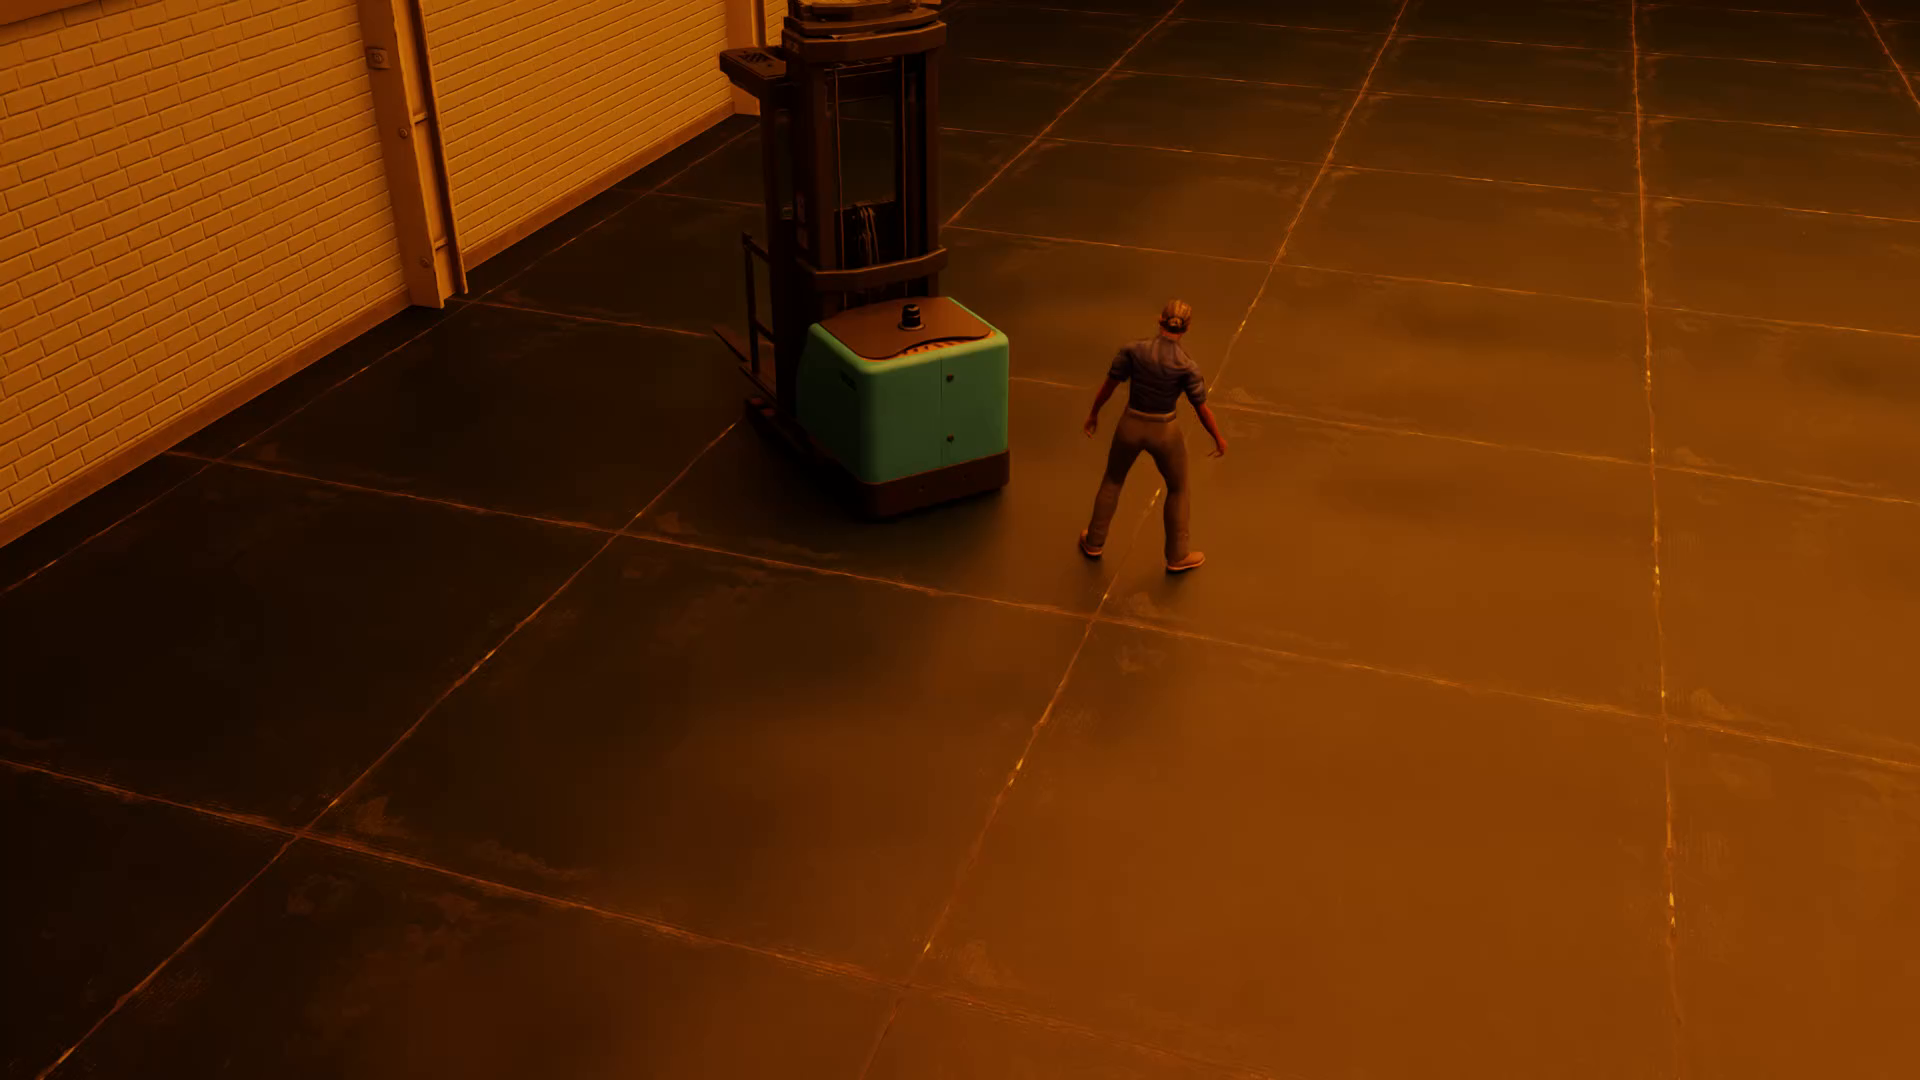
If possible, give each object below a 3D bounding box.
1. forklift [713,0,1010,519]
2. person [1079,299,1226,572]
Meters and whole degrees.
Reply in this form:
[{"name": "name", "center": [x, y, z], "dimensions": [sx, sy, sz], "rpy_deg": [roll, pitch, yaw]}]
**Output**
[{"name": "forklift", "center": [-0.833, -2.105, 10.829], "dimensions": [1.130, 2.935, 3.031], "rpy_deg": [-15, 33, -25]}, {"name": "person", "center": [1.099, -0.601, 9.555], "dimensions": [0.838, 1.599, 0.345], "rpy_deg": [12, 32, 19]}]
